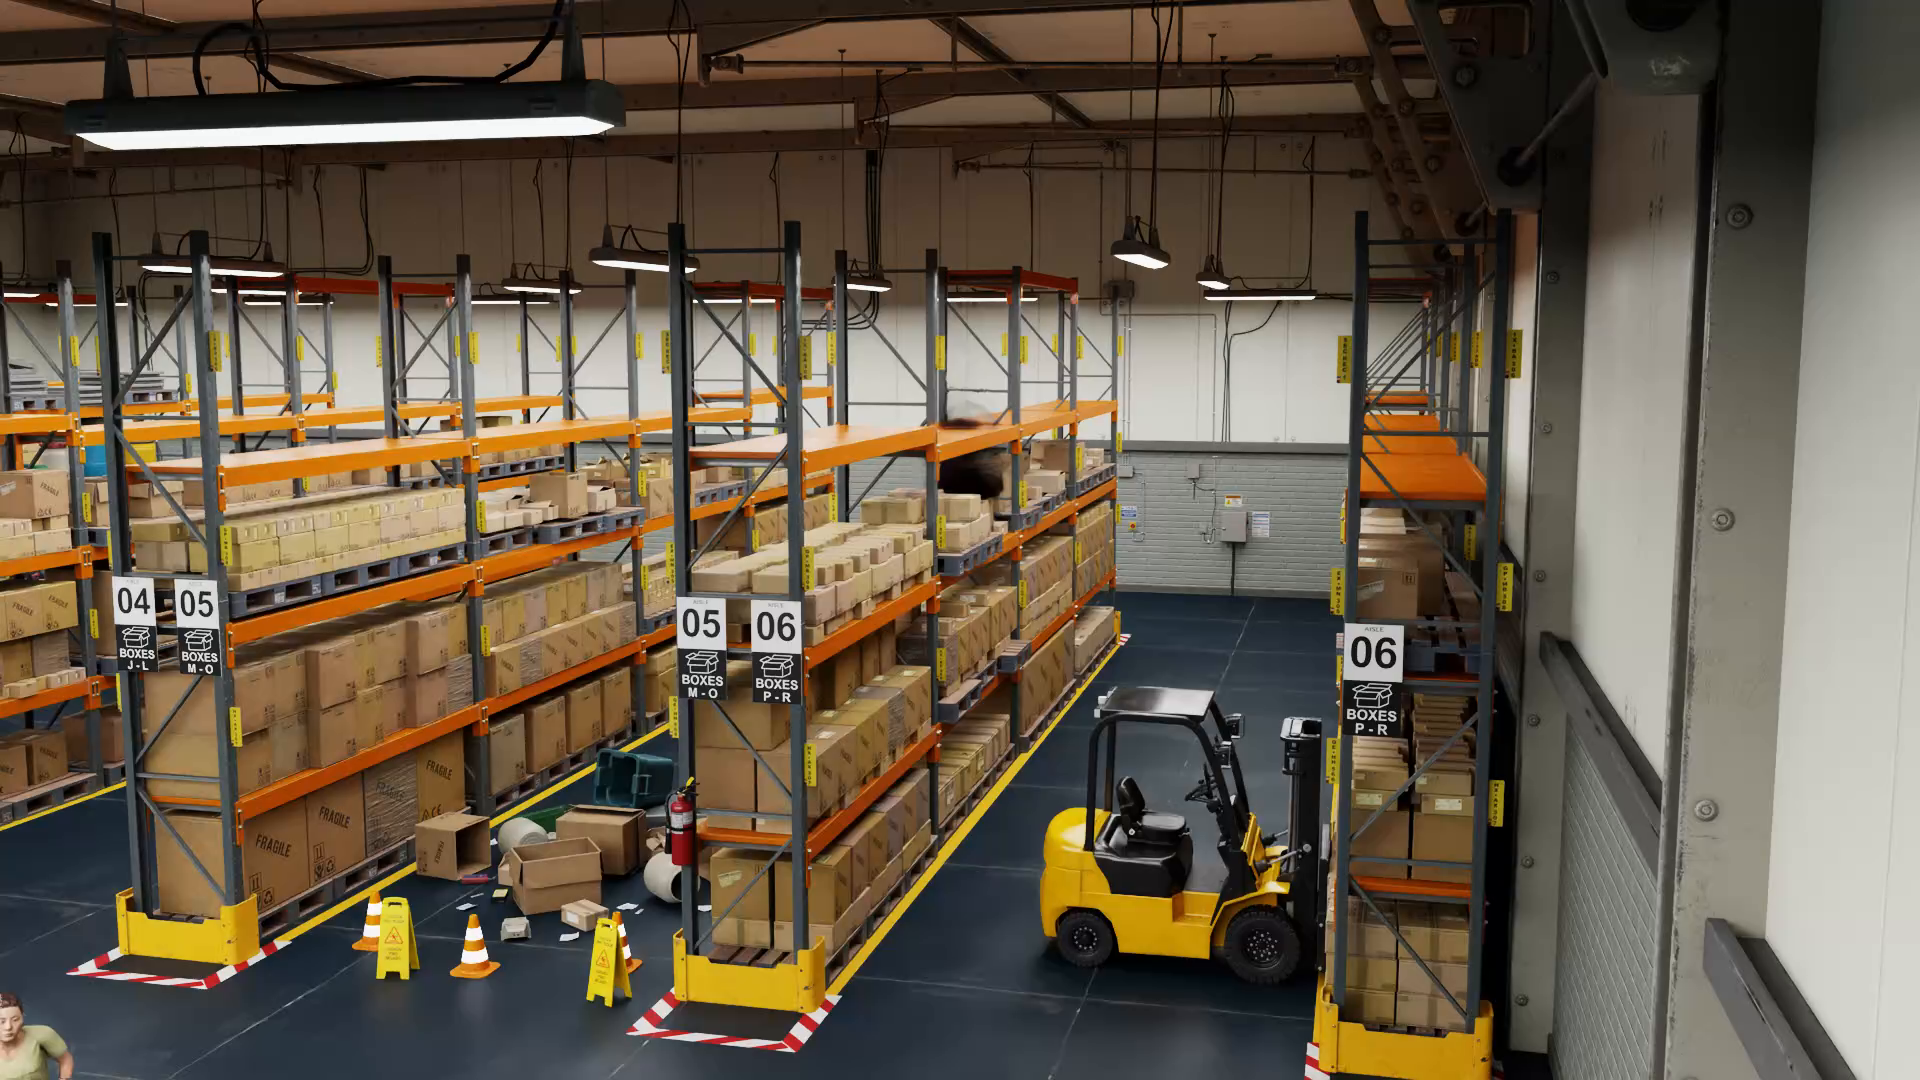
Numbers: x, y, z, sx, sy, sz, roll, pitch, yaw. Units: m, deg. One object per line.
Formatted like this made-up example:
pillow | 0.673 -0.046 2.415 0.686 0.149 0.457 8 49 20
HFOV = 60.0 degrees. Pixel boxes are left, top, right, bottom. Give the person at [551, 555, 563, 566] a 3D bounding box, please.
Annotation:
person | -6.494 1.035 26.795 0.649 1.740 0.603 1 7 6

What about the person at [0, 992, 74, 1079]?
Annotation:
person | -5.246 3.260 9.249 0.585 1.658 0.933 -5 9 -36
